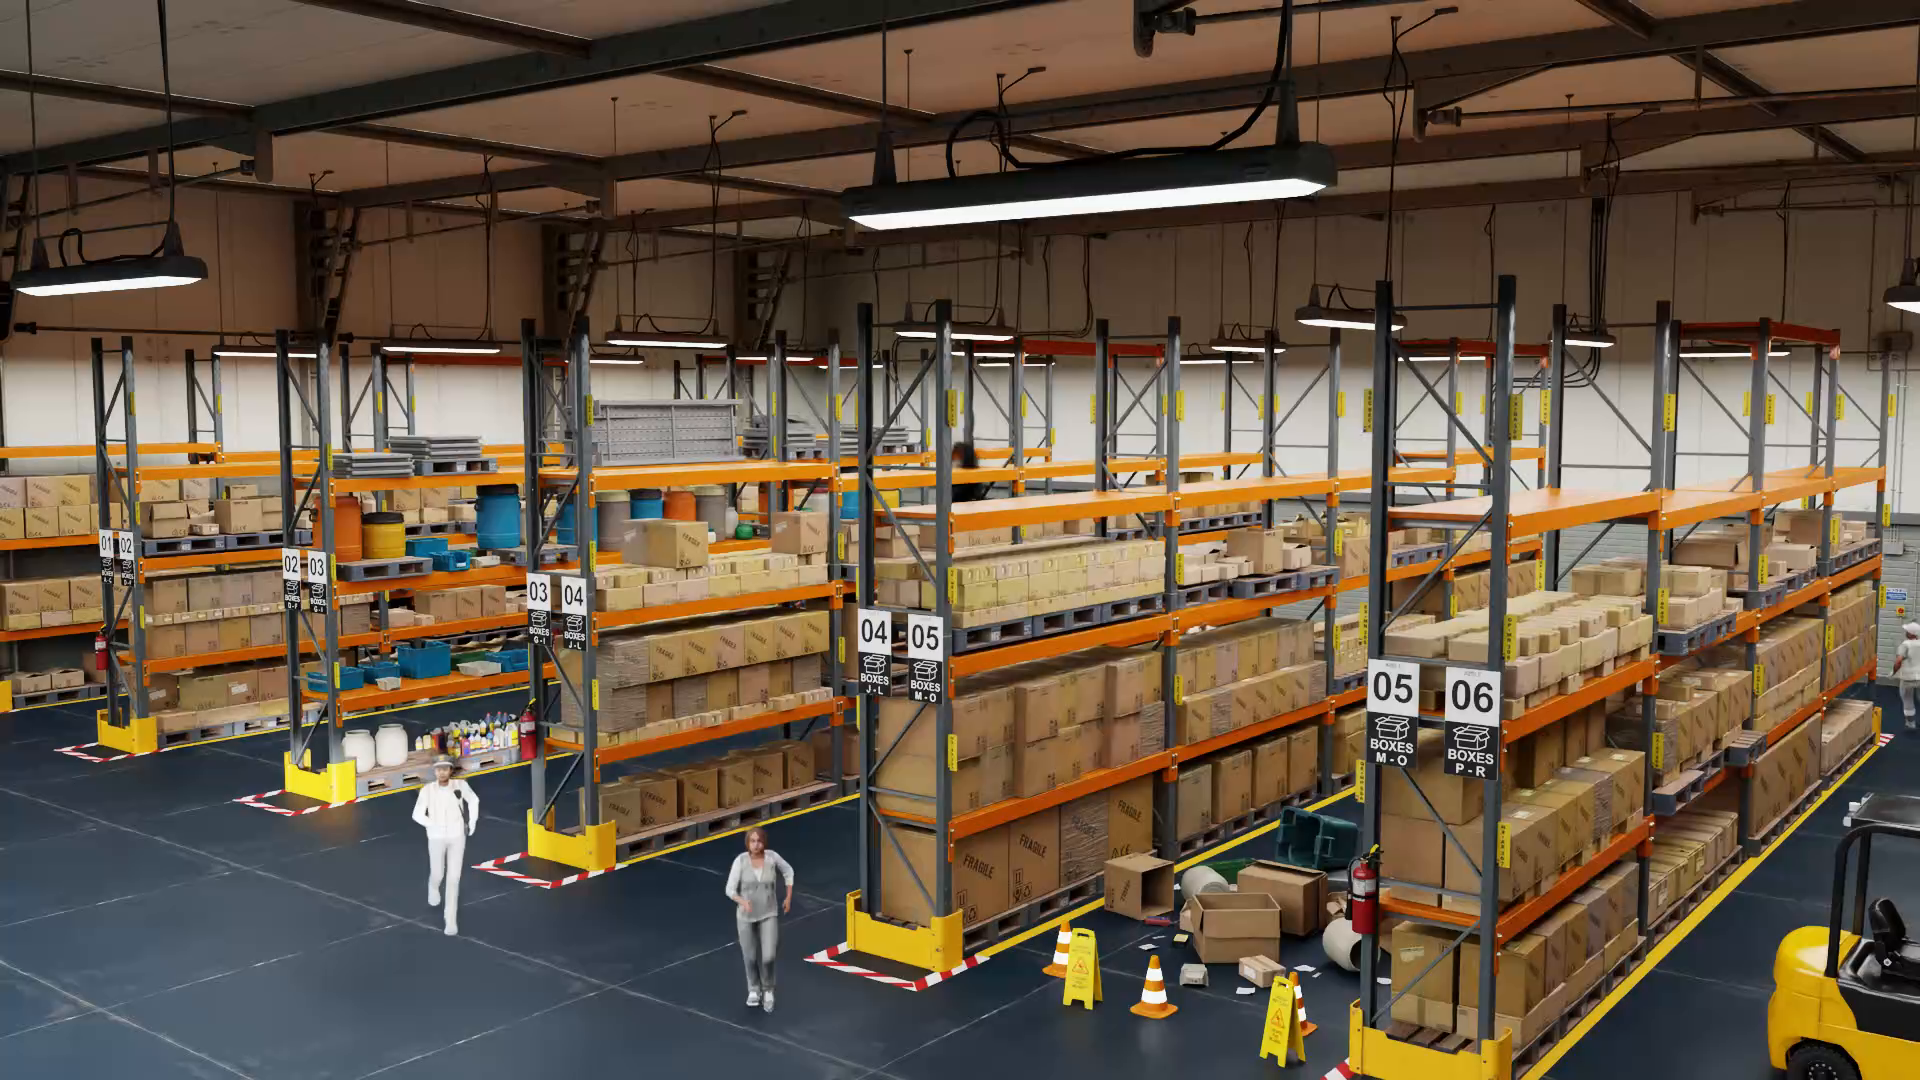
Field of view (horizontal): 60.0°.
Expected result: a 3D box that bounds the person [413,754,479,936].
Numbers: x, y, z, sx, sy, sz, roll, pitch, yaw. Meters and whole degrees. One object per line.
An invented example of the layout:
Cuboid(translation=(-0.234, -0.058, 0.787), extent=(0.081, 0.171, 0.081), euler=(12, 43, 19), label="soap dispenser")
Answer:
Cuboid(translation=(-5.020, 2.914, 16.274), extent=(0.624, 1.703, 0.917), euler=(-2, 5, -17), label="person")

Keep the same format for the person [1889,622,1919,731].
Cuboid(translation=(14.485, 2.088, 25.325), extent=(0.727, 1.731, 0.914), euler=(1, 5, 7), label="person")

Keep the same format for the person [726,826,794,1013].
Cuboid(translation=(-1.663, 3.169, 13.867), extent=(0.572, 1.589, 0.641), euler=(-1, 5, -8), label="person")

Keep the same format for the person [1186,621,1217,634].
Cuboid(translation=(3.803, 2.120, 25.977), extent=(0.673, 1.655, 0.845), euler=(4, 6, 37), label="person")
